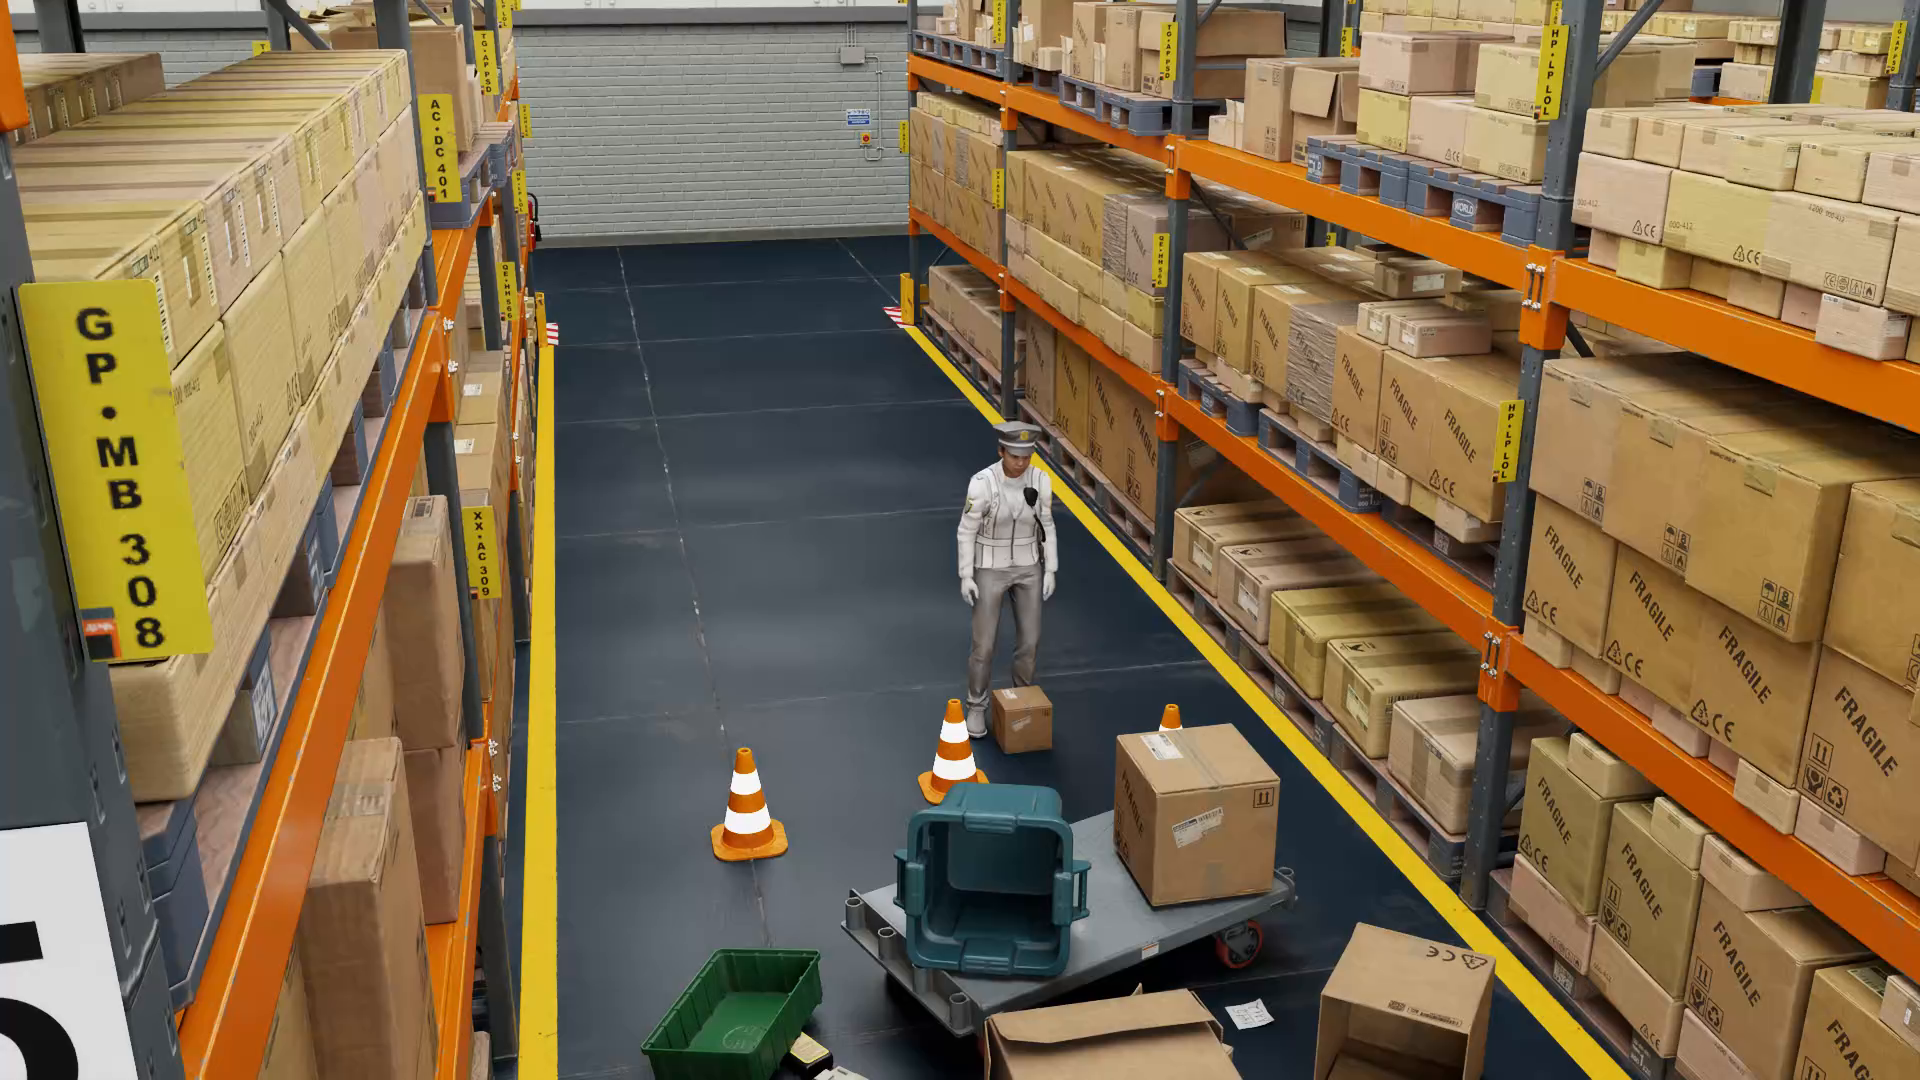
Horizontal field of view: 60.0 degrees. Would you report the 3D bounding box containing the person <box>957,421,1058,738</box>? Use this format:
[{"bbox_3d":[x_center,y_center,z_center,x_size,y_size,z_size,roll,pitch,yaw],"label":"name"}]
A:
[{"bbox_3d":[0.249,0.183,8.557,0.527,1.662,0.376,-5,20,-13],"label":"person"}]
